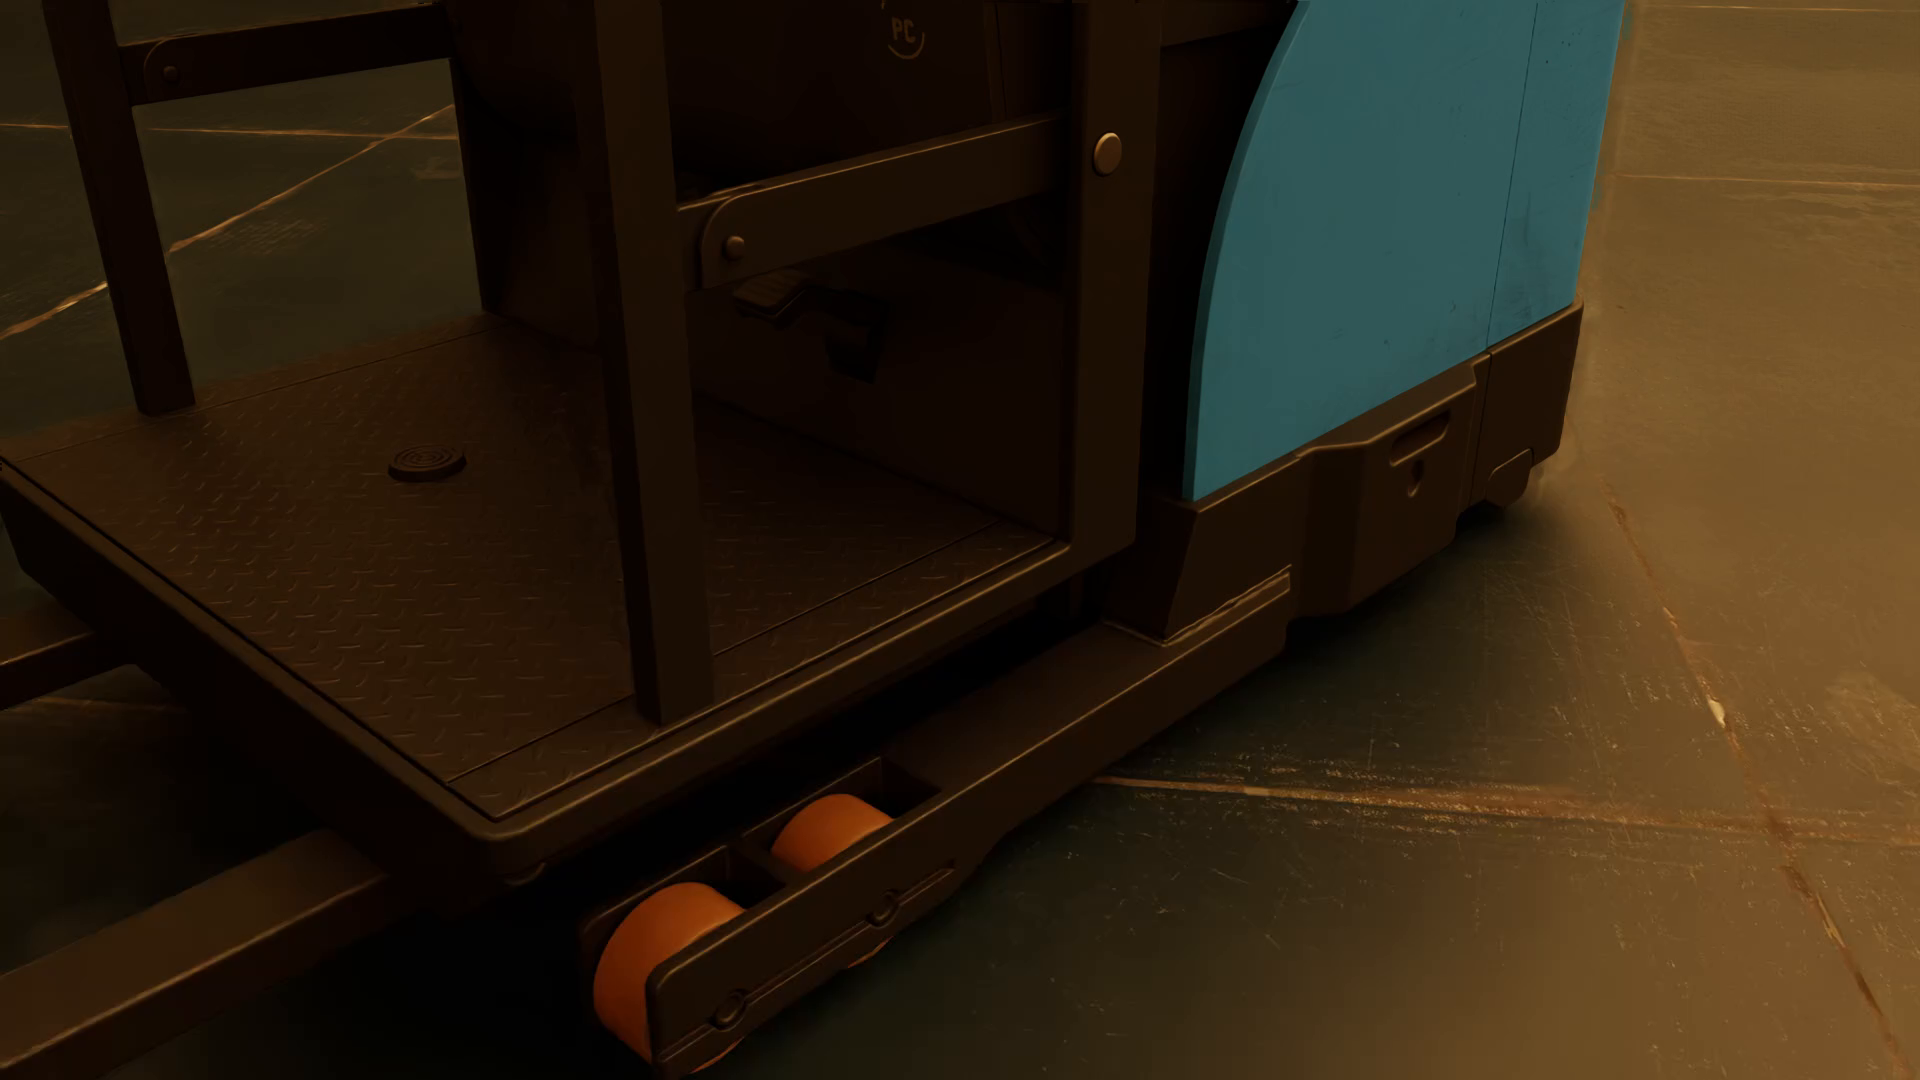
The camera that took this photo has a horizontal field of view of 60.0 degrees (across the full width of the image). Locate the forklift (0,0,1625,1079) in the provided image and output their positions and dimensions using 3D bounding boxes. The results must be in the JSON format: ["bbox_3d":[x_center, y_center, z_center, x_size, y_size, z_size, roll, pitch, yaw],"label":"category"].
[{"bbox_3d":[-0.419,-1.084,1.389,1.130,2.935,3.031,23,34,38],"label":"forklift"}]
